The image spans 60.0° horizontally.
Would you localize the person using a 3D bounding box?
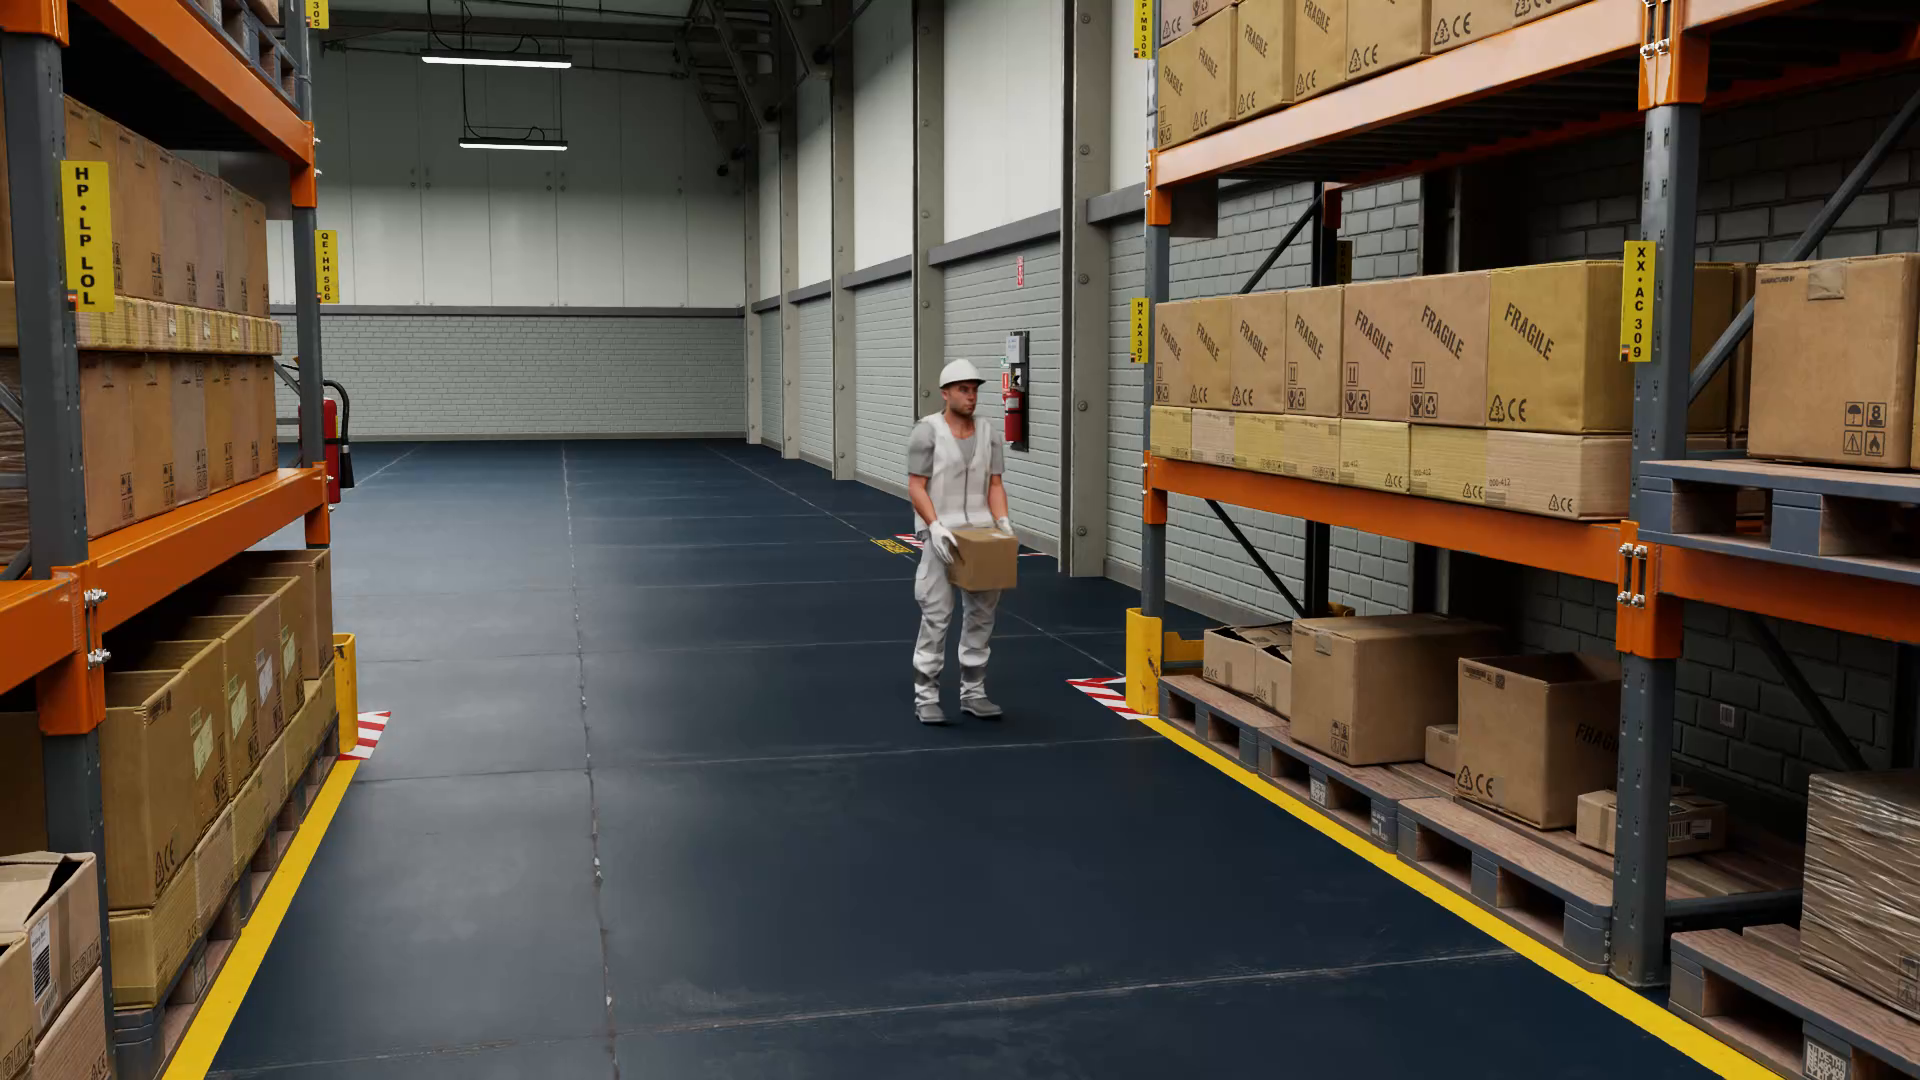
[{"bbox_3d":[0.008,0.001,8.255,0.535,1.792,0.462,-3,7,-28],"label":"person"}]
